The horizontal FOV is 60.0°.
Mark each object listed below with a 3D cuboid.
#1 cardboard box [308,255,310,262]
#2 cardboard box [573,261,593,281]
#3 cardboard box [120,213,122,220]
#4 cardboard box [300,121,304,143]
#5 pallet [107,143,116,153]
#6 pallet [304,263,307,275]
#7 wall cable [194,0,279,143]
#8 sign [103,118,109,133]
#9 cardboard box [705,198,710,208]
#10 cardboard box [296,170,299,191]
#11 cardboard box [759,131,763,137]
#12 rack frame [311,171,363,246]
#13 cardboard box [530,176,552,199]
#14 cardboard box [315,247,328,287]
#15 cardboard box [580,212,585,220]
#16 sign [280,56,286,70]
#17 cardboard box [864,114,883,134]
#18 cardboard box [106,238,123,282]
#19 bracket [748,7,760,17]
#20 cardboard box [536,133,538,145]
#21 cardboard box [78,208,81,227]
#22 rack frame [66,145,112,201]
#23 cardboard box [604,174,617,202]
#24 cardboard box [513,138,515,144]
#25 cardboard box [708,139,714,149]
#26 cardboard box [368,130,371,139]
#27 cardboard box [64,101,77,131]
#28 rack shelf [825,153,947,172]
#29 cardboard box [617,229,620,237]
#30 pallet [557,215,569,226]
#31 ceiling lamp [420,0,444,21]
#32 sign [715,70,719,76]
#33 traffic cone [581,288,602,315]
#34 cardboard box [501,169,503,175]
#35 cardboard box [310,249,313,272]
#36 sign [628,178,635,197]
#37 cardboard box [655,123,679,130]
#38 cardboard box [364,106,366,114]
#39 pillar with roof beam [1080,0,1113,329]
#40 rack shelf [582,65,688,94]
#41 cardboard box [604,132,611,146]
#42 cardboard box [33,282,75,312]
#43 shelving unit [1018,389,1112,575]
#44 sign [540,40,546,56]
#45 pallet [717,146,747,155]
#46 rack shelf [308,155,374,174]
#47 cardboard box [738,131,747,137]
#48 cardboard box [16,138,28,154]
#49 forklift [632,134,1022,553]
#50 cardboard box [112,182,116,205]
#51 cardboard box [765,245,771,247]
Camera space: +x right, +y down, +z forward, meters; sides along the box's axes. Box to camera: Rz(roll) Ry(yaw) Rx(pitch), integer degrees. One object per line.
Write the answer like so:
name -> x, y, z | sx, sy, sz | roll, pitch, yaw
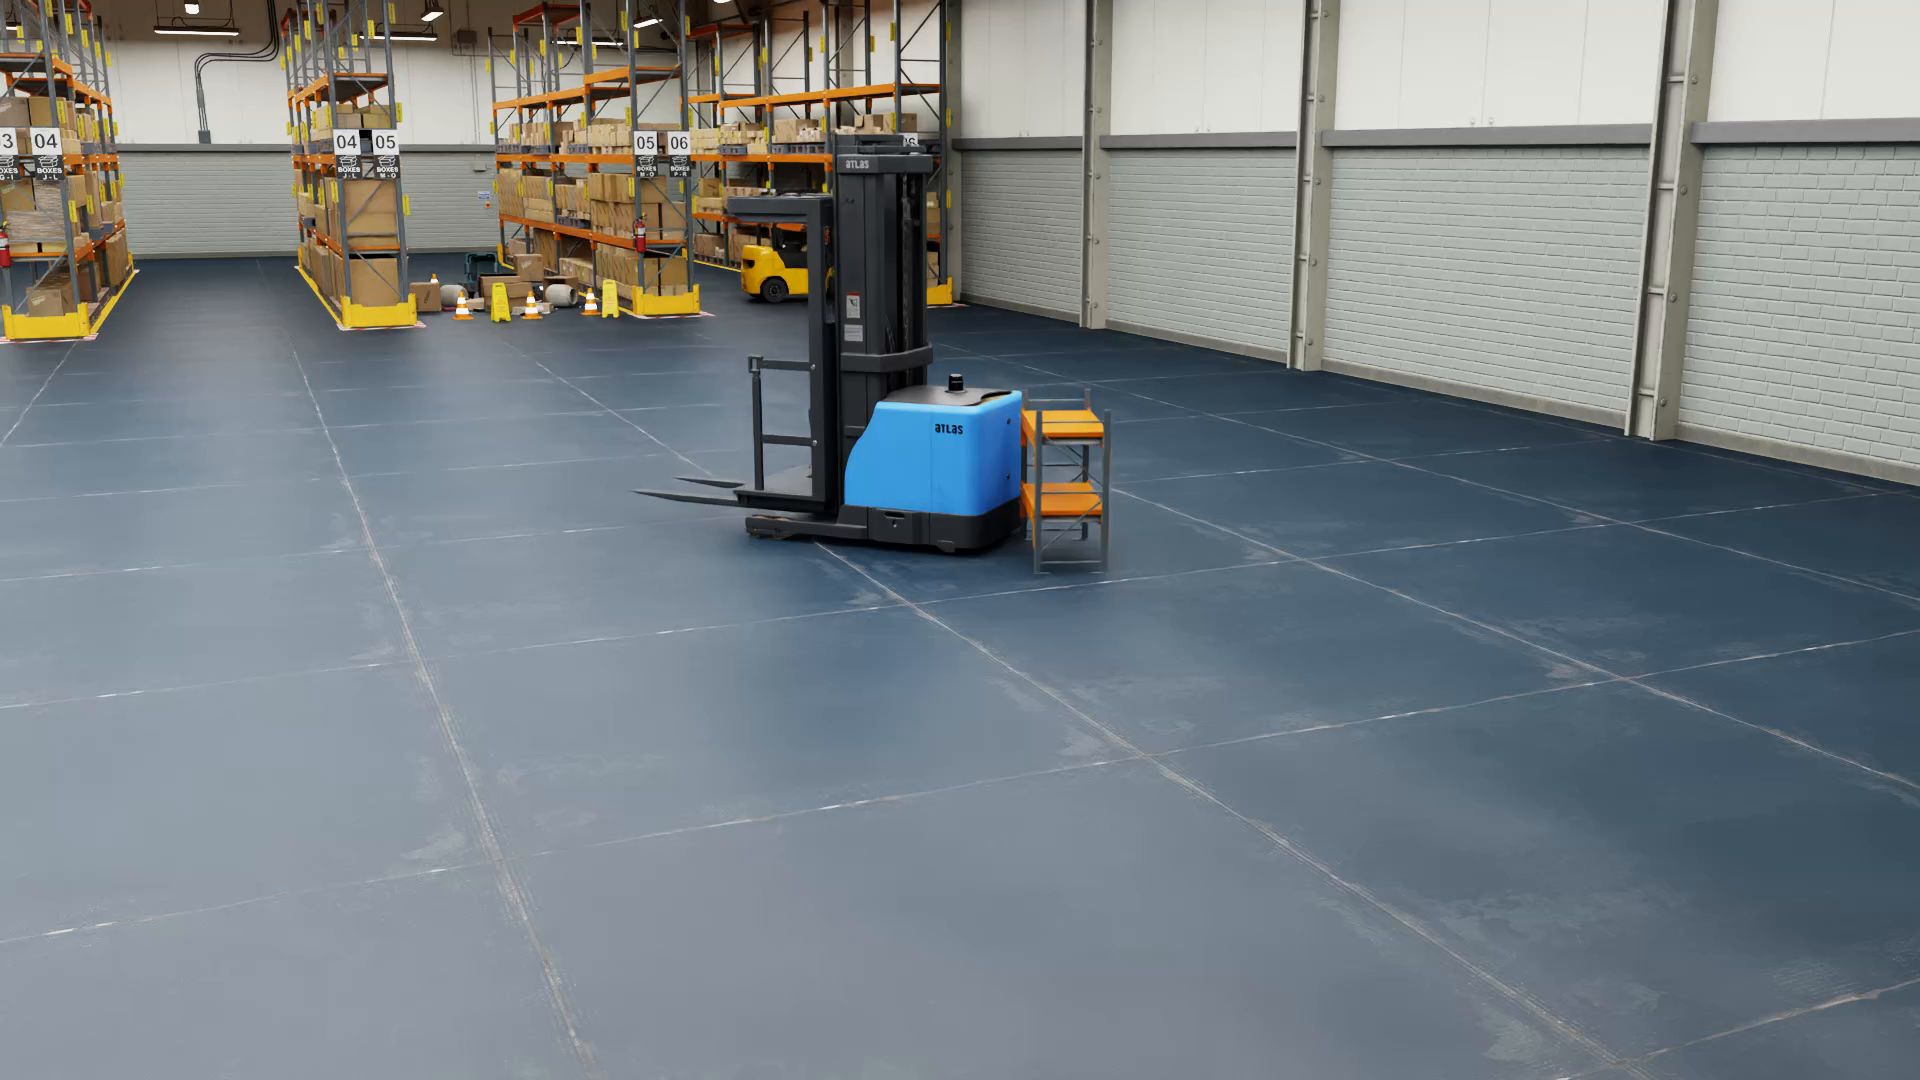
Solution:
cardboard box -> -15.004, -6.566, 38.820 | 0.380, 0.149, 0.250 | -5, 14, -22
cardboard box -> -7.670, -5.709, 35.279 | 0.950, 0.372, 0.625 | -5, 14, -21
cardboard box -> -19.919, -7.591, 39.075 | 0.380, 0.149, 0.250 | -6, 14, -24
cardboard box -> -14.088, -8.954, 36.594 | 0.797, 0.503, 0.637 | -6, 14, -24
pallet -> -20.467, -9.234, 39.161 | 1.003, 0.211, 1.213 | -6, 14, -23
pallet -> -15.380, -6.599, 40.413 | 1.003, 0.211, 1.213 | -6, 14, -23
wall cable -> -19.881, -13.938, 45.501 | 2.277, 5.999, 0.120 | -6, 14, -23
sign -> -18.678, -9.060, 36.365 | 0.100, 0.325, 0.005 | -6, 14, -23
cardboard box -> -6.374, -8.848, 43.619 | 0.500, 0.250, 0.500 | -6, 14, -23
cardboard box -> -15.649, -8.642, 39.956 | 0.500, 0.500, 0.500 | -6, 14, -25
cardboard box -> -4.512, -9.546, 39.099 | 0.380, 0.149, 0.250 | -6, 14, -25
rack frame -> -12.984, -6.743, 34.851 | 1.000, 3.000, 0.127 | -6, 14, -23
cardboard box -> -9.750, -8.250, 38.923 | 0.500, 0.500, 0.500 | -6, 14, -24
cardboard box -> -12.469, -5.537, 33.700 | 1.050, 0.750, 0.750 | -5, 14, -22
cardboard box -> -7.571, -6.654, 34.094 | 0.380, 0.149, 0.250 | -6, 14, -24
sign -> -16.686, -11.763, 40.990 | 0.100, 0.325, 0.005 | -6, 14, -23
cardboard box -> -1.457, -8.061, 32.518 | 0.700, 0.500, 0.500 | -6, 14, -23
cardboard box -> -18.176, -5.814, 34.621 | 1.225, 0.875, 0.875 | -6, 14, -23
bracket -> -5.157, -13.270, 41.766 | 0.235, 0.232, 0.430 | -6, 14, -23
cardboard box -> -9.361, -9.064, 37.596 | 0.396, 0.266, 0.258 | -6, 14, -24
cardboard box -> -15.843, -5.584, 28.964 | 0.875, 0.500, 0.500 | -6, 14, -23
rack frame -> -19.171, -7.142, 36.576 | 1.000, 3.000, 0.127 | -6, 14, -23
cardboard box -> -6.183, -6.526, 30.815 | 0.700, 0.500, 0.500 | -6, 14, -24
cardboard box -> -10.746, -9.787, 40.757 | 0.380, 0.149, 0.250 | -5, 14, -22
cardboard box -> -6.185, -10.203, 42.822 | 0.500, 0.250, 0.500 | -6, 14, -25
cardboard box -> -9.825, -6.886, 28.223 | 0.380, 0.149, 0.250 | -6, 14, -23
cardboard box -> -15.553, -7.318, 28.693 | 0.500, 0.500, 0.500 | -6, 14, -25
rack shelf -> -1.539, -7.531, 33.201 | 1.077, 0.370, 4.000 | -6, 14, -23
cardboard box -> -6.206, -5.751, 31.125 | 0.380, 0.149, 0.250 | -6, 14, -24
pallet -> -8.106, -6.980, 36.300 | 1.213, 0.211, 1.003 | -6, 14, -23
ceiling lamp -> -11.758, -13.434, 37.512 | 0.800, 3.185, 2.000 | -6, 14, -23
sign -> -6.630, -12.814, 45.354 | 0.100, 0.325, 0.005 | -6, 14, -23
traffic cone -> -6.638, -4.294, 29.898 | 0.336, 0.463, 0.334 | -6, 14, -23
cardboard box -> -11.636, -9.505, 42.909 | 0.380, 0.149, 0.250 | -5, 14, -21
cardboard box -> -14.533, -6.379, 37.893 | 0.500, 0.500, 0.500 | -5, 14, -21
sign -> -5.801, -6.230, 29.367 | 0.100, 0.325, 0.005 | -6, 14, -23
cardboard box -> -5.240, -7.377, 29.729 | 0.380, 0.149, 0.250 | -6, 14, -23
cardboard box -> -10.028, -7.379, 28.581 | 0.380, 0.149, 0.250 | -6, 14, -24
pillar with roof beam -> -1.732, -7.527, 24.933 | 9.100, 9.000, 0.400 | -6, 14, -23
rack shelf -> -6.085, -8.542, 30.922 | 1.077, 0.370, 4.000 | -6, 14, -23
cardboard box -> -6.353, -7.487, 31.089 | 0.500, 0.250, 0.500 | -5, 14, -22
cardboard box -> -15.103, -4.032, 27.749 | 0.500, 0.500, 0.500 | -4, 14, -18
shelving unit -> 0.728, -0.432, 11.741 | 0.538, 1.125, 1.048 | -1, 13, -3
sign -> -8.996, -10.615, 35.854 | 0.100, 0.325, 0.005 | -6, 14, -23
pallet -> -5.348, -9.715, 41.458 | 1.213, 0.211, 1.003 | -6, 14, -23
rack shelf -> -12.183, -7.440, 32.809 | 1.077, 0.370, 4.000 | -6, 14, -23
cardboard box -> -5.156, -9.809, 40.193 | 0.380, 0.149, 0.250 | -6, 14, -23
cardboard box -> -14.790, -6.128, 25.874 | 0.500, 0.250, 0.500 | -5, 14, -22
forklift -> -1.055, -1.529, 12.478 | 3.031, 2.935, 1.130 | 5, 14, 22
cardboard box -> -19.319, -7.804, 37.445 | 0.500, 0.500, 0.500 | -6, 14, -23
cardboard box -> -4.309, -6.715, 39.342 | 0.500, 0.500, 0.500 | -5, 14, -21
